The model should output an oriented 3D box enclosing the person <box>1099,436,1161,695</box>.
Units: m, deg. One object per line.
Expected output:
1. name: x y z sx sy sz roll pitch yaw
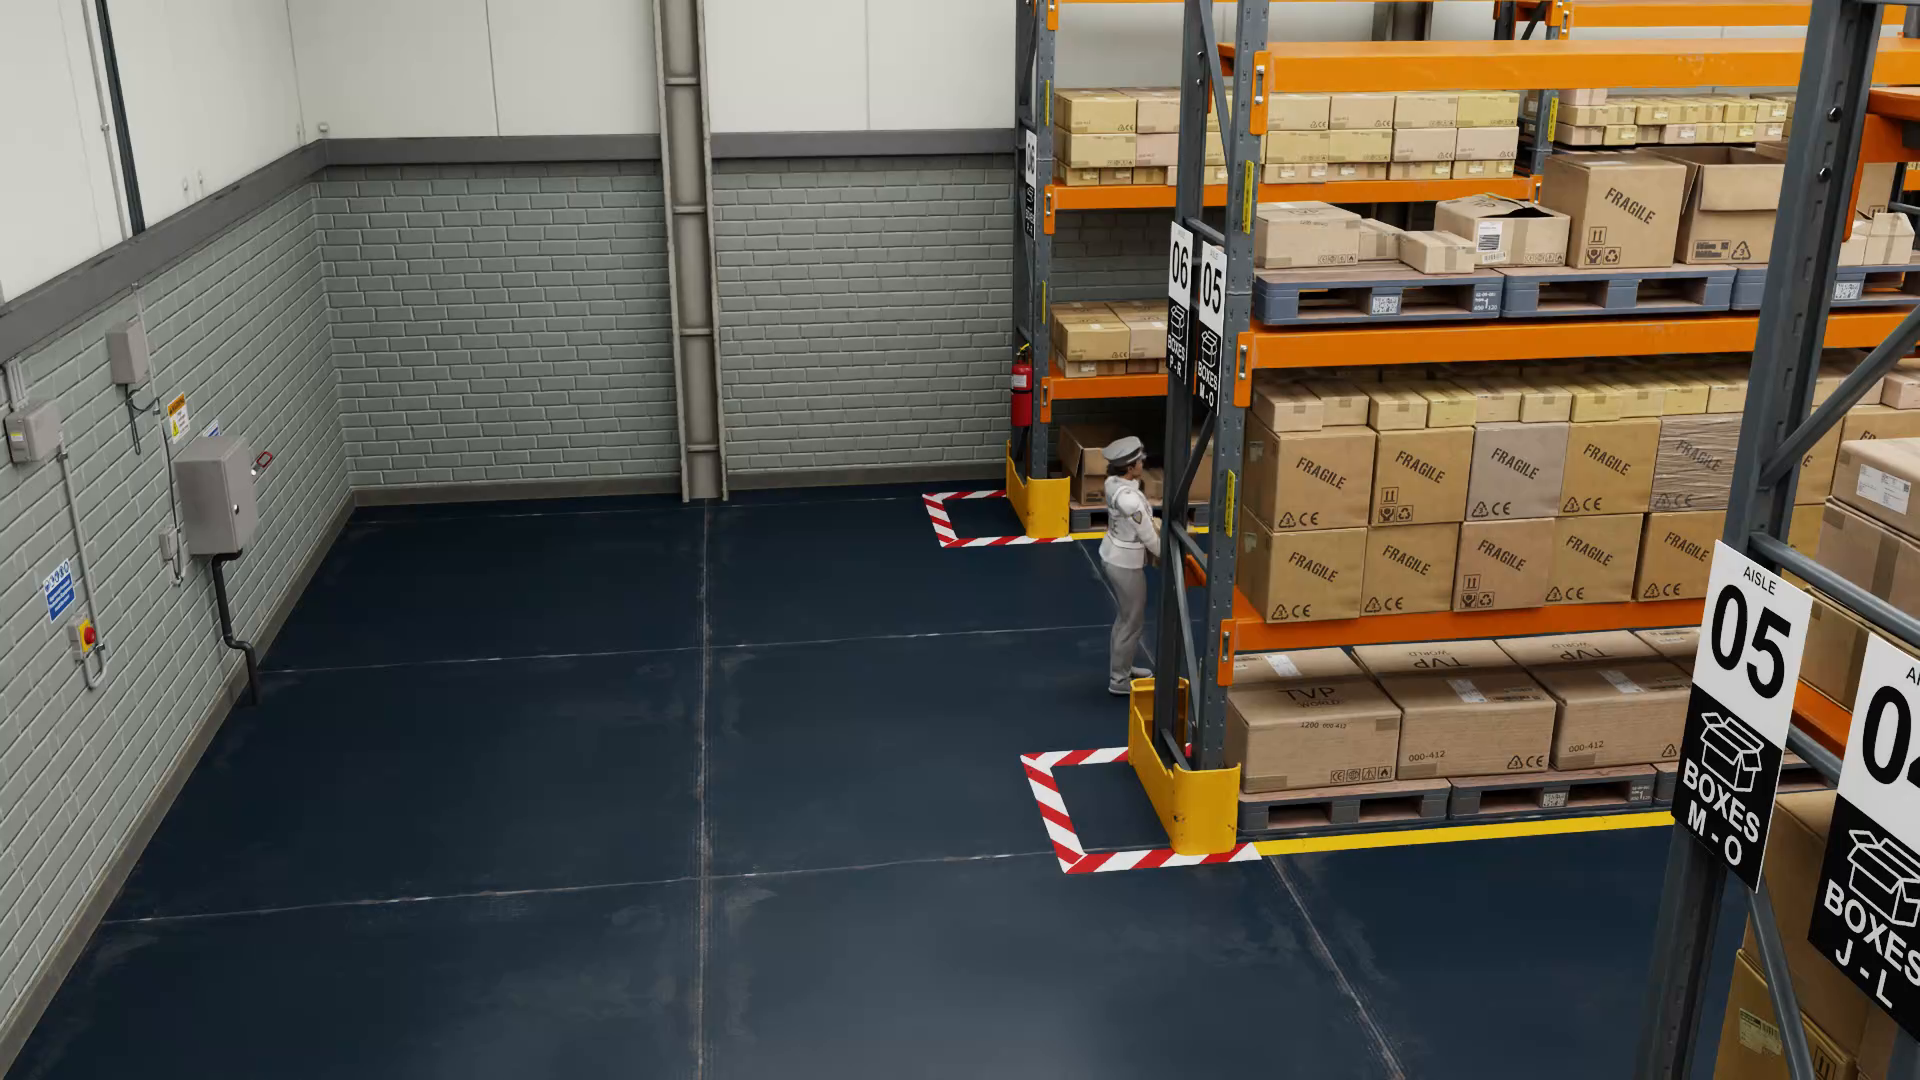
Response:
1. person: 1.148 0.156 10.621 0.525 1.691 0.435 -3 20 -8
